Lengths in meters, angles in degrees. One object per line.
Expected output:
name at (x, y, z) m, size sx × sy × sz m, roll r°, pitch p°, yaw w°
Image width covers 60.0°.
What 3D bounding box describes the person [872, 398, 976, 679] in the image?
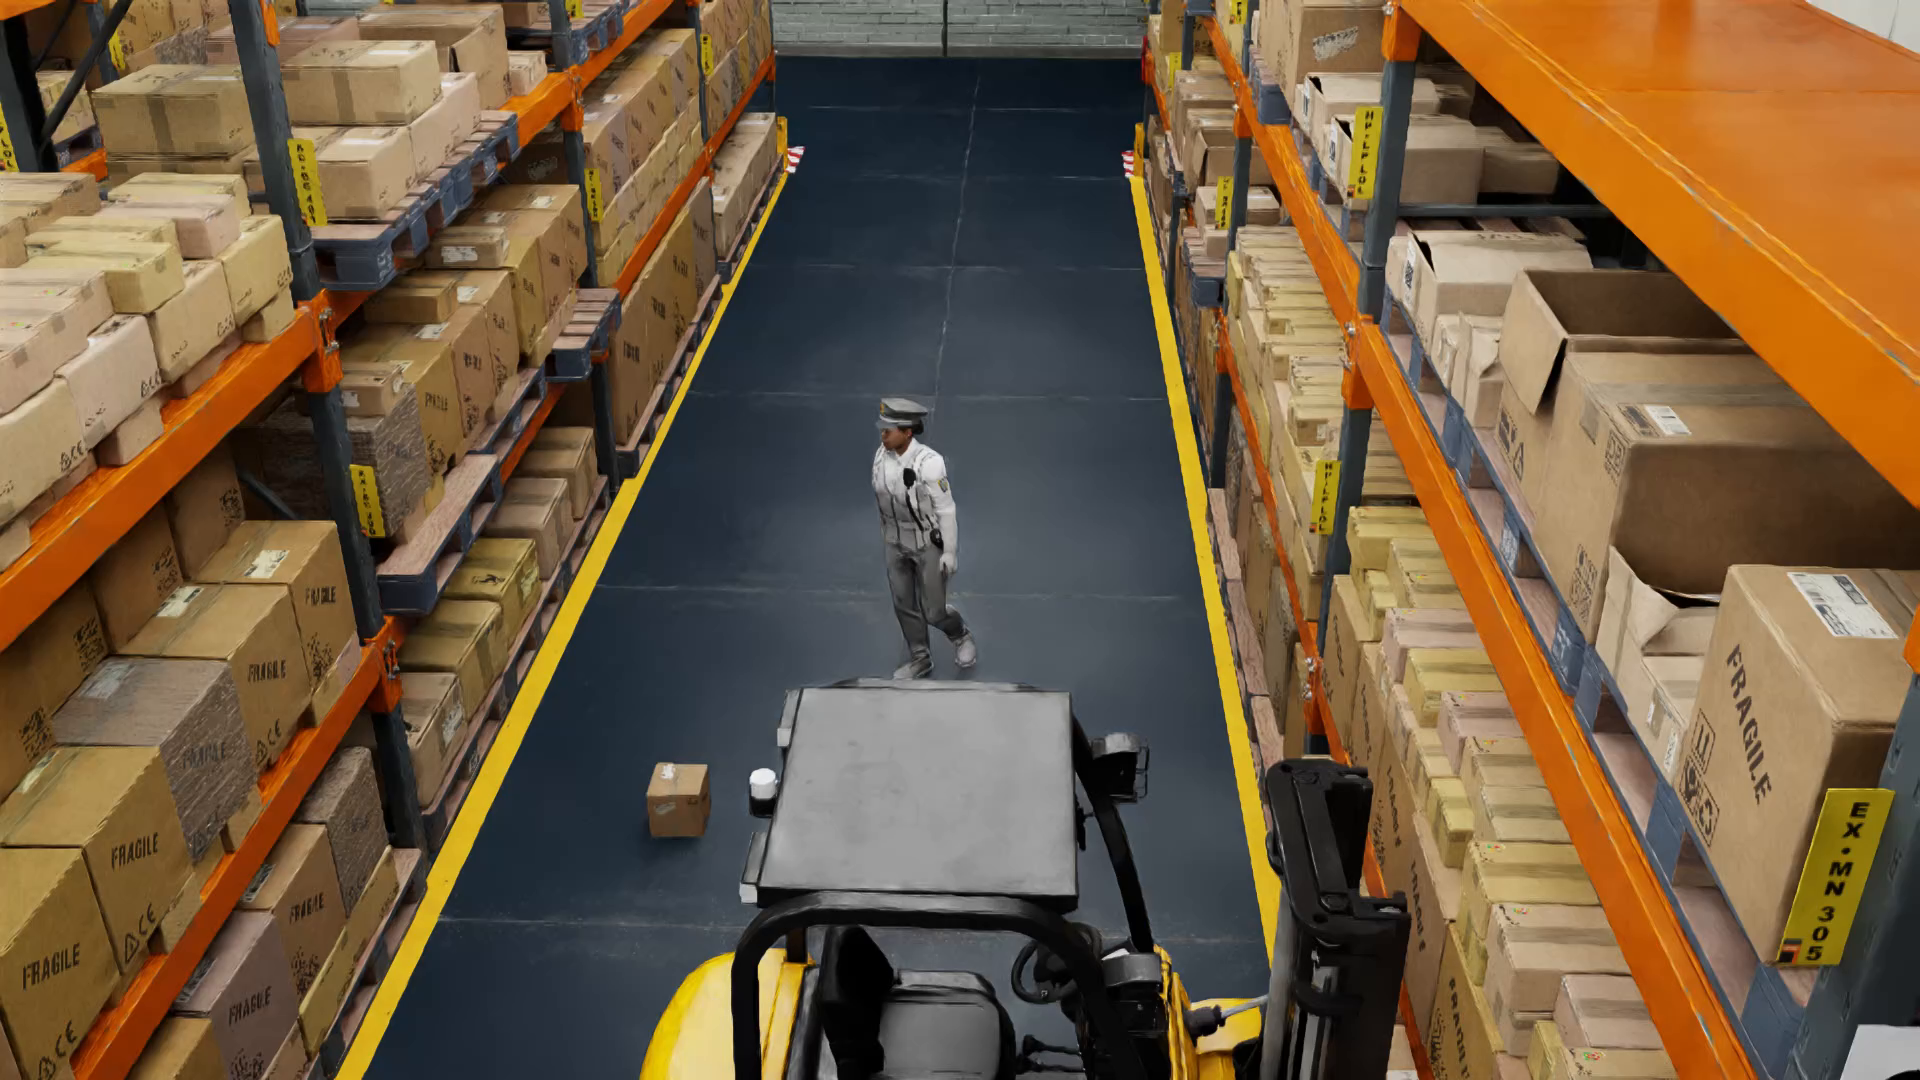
person at (-0.192, -0.013, 8.851) m, size 0.522 × 1.670 × 0.532 m, roll 20°, pitch 34°, yaw 33°
